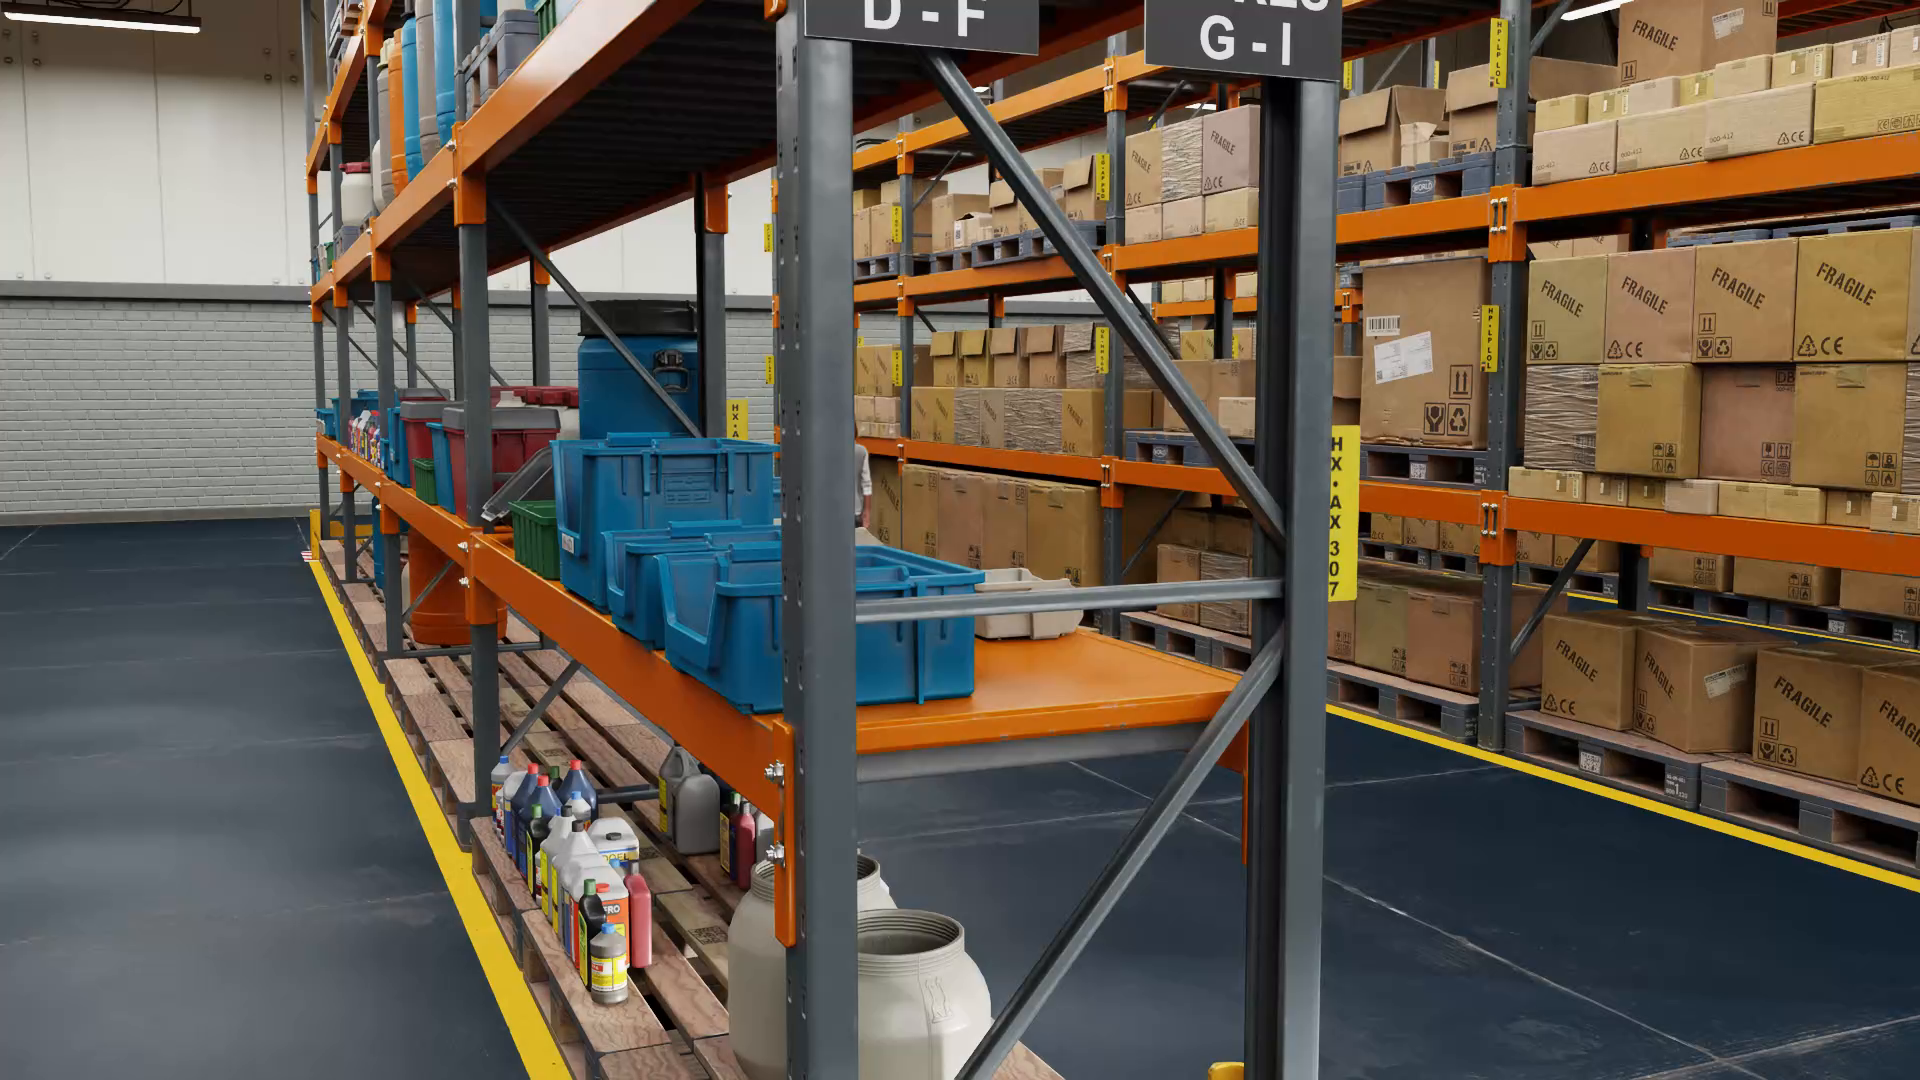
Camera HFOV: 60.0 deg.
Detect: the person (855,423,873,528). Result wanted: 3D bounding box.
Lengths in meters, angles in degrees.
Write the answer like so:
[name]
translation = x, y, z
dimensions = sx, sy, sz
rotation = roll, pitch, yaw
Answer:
[person]
translation = -0.979, -0.204, 13.662
dimensions = 0.419, 1.447, 0.920
rotation = -3, 6, -26
